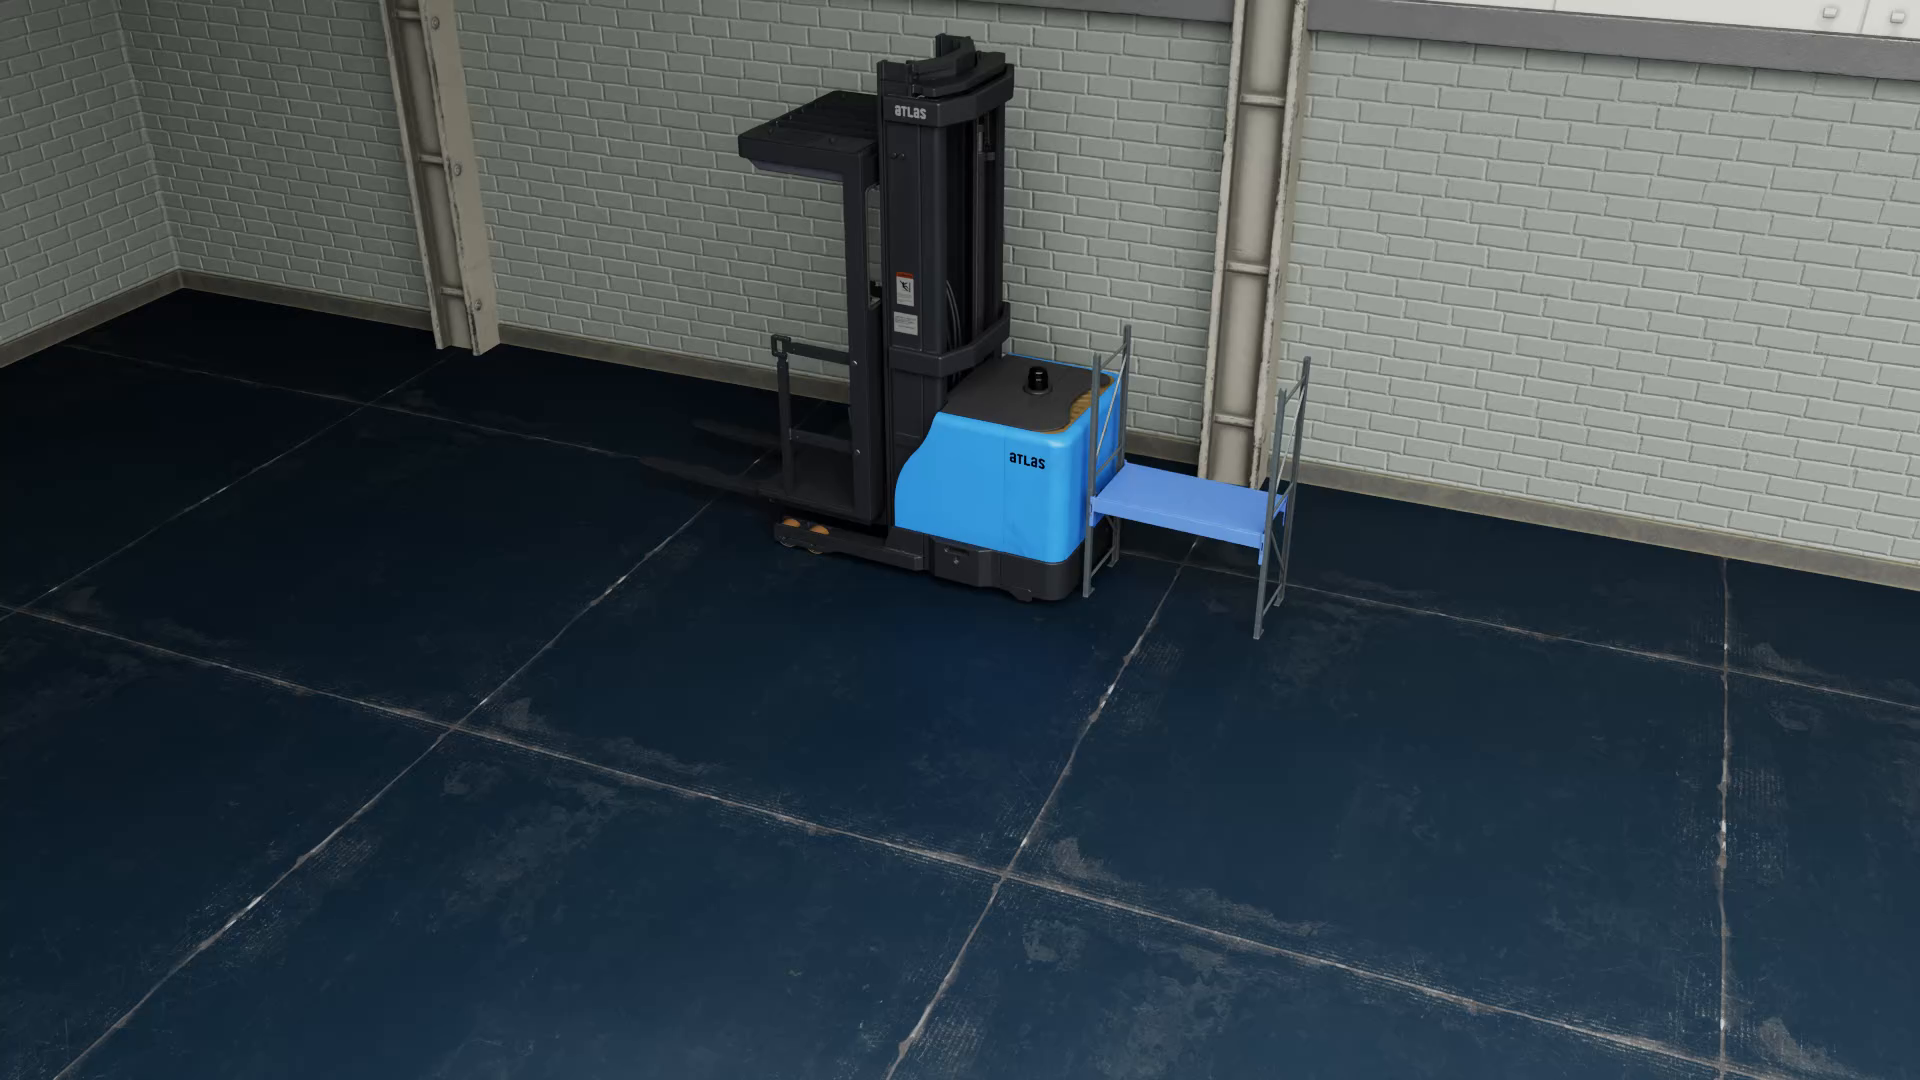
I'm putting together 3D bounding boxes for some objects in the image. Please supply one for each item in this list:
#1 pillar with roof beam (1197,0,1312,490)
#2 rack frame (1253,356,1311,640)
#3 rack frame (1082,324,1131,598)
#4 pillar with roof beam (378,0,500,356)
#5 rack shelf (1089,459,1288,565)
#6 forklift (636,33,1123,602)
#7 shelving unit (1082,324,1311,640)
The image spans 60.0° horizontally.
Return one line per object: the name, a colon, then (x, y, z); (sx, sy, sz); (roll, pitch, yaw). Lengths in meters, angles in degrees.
pillar with roof beam: (0.157, -2.351, 5.175); (0.400, 9.000, 9.100); (11, 31, 19)
rack frame: (1.744, -0.214, 9.016); (0.032, 1.500, 0.500); (13, 32, 22)
rack frame: (0.829, -0.433, 9.403); (0.032, 1.500, 0.500); (13, 32, 22)
pillar with roof beam: (-5.403, -3.461, 7.139); (0.400, 9.000, 9.100); (11, 31, 19)
rack shelf: (1.286, -0.167, 9.298); (1.000, 0.185, 0.538); (13, 32, 22)
forklift: (-0.562, -1.411, 9.679); (3.031, 2.935, 1.130); (14, 32, 22)
shelving unit: (1.286, -0.323, 9.209); (1.048, 1.500, 0.538); (13, 32, 22)
